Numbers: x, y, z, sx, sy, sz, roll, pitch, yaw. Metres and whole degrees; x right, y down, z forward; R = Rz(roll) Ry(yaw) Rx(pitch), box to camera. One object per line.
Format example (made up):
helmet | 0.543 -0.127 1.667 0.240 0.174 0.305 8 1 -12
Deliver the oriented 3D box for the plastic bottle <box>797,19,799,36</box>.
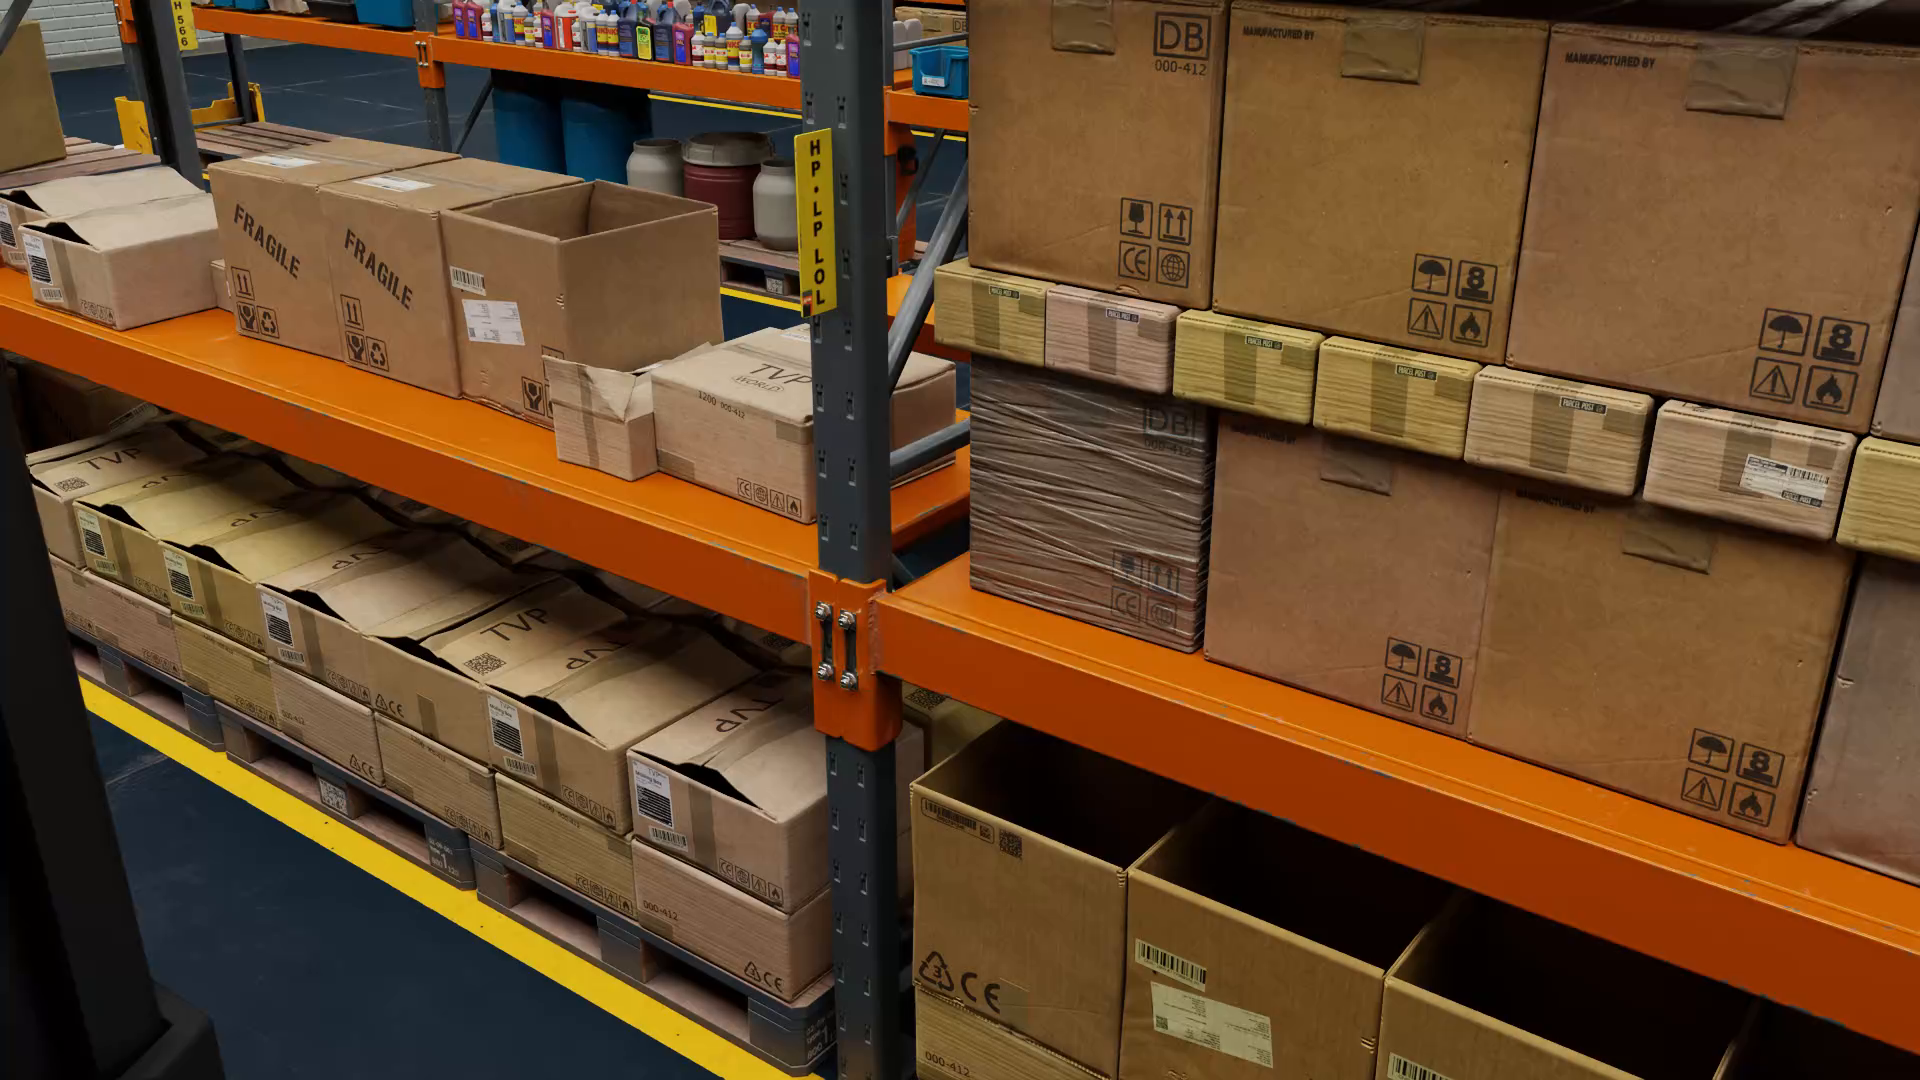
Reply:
plastic bottle | -0.951 -3.184 10.400 0.133 0.283 0.061 17 29 33

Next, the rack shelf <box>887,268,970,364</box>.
rack shelf | -0.005 -0.784 6.409 1.000 0.278 0.538 17 29 33

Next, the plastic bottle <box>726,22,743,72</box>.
plastic bottle | -1.321 -2.898 9.767 0.097 0.271 0.097 0 24 0

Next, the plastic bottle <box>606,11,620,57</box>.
plastic bottle | -2.142 -3.146 10.331 0.097 0.271 0.097 0 24 0

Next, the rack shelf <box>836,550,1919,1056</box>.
rack shelf | 1.663 0.564 2.642 4.000 0.370 1.077 17 29 33

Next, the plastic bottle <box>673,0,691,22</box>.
plastic bottle | -1.867 -3.434 10.977 0.135 0.276 0.152 17 29 33

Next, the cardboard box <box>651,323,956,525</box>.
cardboard box | -0.357 -0.285 3.863 0.500 0.250 0.500 19 30 36

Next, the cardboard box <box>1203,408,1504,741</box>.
cardboard box | 0.847 -0.064 3.051 0.500 0.500 0.700 16 29 33

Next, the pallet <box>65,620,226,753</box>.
pallet | -2.503 0.272 5.872 1.213 0.211 1.003 17 29 33

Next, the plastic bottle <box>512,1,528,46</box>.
plastic bottle | -2.854 -3.361 10.819 0.097 0.271 0.097 0 24 0

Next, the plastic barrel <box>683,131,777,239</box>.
plastic barrel | -1.470 -2.288 10.692 0.708 0.588 0.600 17 29 33

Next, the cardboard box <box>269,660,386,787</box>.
cardboard box | -1.663 0.441 4.919 0.500 0.250 0.500 18 29 34

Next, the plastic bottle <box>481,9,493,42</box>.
plastic bottle | -3.118 -3.409 11.013 0.097 0.201 0.097 0 24 0

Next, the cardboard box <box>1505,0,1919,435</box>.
cardboard box | 1.227 -0.540 2.522 0.500 0.500 0.700 17 29 33

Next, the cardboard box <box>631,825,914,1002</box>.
cardboard box | -0.443 0.811 4.079 0.500 0.250 0.500 16 29 33

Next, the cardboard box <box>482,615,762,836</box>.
cardboard box | -0.853 0.431 4.244 0.500 0.311 0.500 18 29 35

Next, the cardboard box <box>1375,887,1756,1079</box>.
cardboard box | 1.046 0.929 2.880 0.500 0.500 0.500 17 29 33

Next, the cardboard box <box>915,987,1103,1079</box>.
cardboard box | 0.252 1.027 3.588 0.500 0.250 0.500 17 29 33

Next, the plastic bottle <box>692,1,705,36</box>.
plastic bottle | -1.687 -3.361 10.817 0.097 0.271 0.097 0 24 0

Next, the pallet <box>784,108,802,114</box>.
pallet | -0.956 -4.312 16.274 1.213 0.211 1.003 17 29 33

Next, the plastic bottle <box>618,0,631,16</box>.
plastic bottle | -2.220 -3.476 11.078 0.097 0.271 0.097 0 24 0

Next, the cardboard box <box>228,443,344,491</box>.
cardboard box | -2.151 -0.236 5.759 0.500 0.311 0.500 16 29 33

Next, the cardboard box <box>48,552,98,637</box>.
cardboard box | -2.895 0.071 5.757 0.500 0.250 0.500 17 29 33

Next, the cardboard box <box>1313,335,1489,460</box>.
cardboard box | 0.781 -0.278 2.733 0.250 0.149 0.380 17 29 33

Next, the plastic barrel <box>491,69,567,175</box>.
plastic barrel | -2.940 -2.875 11.638 0.708 0.901 0.600 17 29 33

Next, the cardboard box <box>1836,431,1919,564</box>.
cardboard box | 1.403 -0.090 2.307 0.250 0.149 0.380 17 29 33

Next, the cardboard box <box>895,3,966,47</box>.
cardboard box | 0.130 -4.450 15.244 0.875 0.875 1.225 17 29 33

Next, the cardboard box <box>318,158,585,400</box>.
cardboard box | -1.364 -0.734 4.572 0.500 0.500 0.500 17 29 33

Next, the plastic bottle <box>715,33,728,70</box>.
plastic bottle | -1.399 -2.890 9.835 0.097 0.201 0.097 0 24 0

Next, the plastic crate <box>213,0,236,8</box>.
plastic crate | -5.512 -4.214 12.728 0.300 0.233 0.416 17 29 33

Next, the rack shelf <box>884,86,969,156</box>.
rack shelf | 1.436 -2.000 8.462 4.000 0.370 1.077 17 29 33

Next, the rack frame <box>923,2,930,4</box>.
rack frame | -0.395 -5.379 15.237 0.127 3.000 1.000 17 29 33

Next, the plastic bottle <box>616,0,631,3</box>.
plastic bottle | -2.285 -3.597 11.254 0.185 0.351 0.144 17 29 33

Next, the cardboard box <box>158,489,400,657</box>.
cardboard box | -2.063 0.063 5.080 0.500 0.311 0.500 16 28 32

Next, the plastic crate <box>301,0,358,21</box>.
plastic crate | -4.422 -3.866 12.071 0.590 0.125 0.437 17 29 33

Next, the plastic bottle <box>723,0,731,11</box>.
plastic bottle | -1.552 -3.375 10.751 0.185 0.351 0.144 17 29 33

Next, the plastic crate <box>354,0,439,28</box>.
plastic crate | -3.943 -3.804 11.608 0.575 0.384 0.392 17 29 33

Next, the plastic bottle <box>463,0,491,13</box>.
plastic bottle | -3.245 -3.559 11.167 0.185 0.351 0.144 17 29 33

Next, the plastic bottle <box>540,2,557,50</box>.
plastic bottle | -2.617 -3.286 10.633 0.133 0.283 0.061 17 29 33

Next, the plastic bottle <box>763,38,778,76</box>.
plastic bottle | -1.088 -2.796 9.621 0.097 0.201 0.097 0 24 0

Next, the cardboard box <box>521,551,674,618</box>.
cardboard box | -0.931 0.133 4.922 0.500 0.311 0.500 16 28 32

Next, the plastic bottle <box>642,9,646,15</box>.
plastic bottle | -1.978 -3.169 10.383 0.097 0.271 0.097 0 24 0

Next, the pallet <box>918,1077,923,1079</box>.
pallet | 0.674 1.233 3.690 1.213 0.211 1.003 17 29 33

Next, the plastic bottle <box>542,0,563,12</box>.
plastic bottle | -2.856 -3.733 11.656 0.135 0.276 0.152 17 29 33

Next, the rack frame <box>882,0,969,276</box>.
rack frame | -0.164 -2.813 9.415 0.127 3.000 1.000 17 29 33

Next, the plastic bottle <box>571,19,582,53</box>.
plastic bottle | -2.406 -3.194 10.525 0.097 0.201 0.097 0 24 0

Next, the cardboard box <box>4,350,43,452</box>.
cardboard box | -3.753 -0.601 6.947 0.500 0.500 0.500 16 28 31

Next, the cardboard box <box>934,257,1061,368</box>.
cardboard box | 0.162 -0.464 3.154 0.250 0.149 0.380 17 29 33

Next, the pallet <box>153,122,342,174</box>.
pallet | -5.929 -3.260 13.887 1.213 0.211 1.003 17 29 33

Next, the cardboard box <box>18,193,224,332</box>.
cardboard box | -2.539 -0.897 5.175 0.500 0.311 0.500 16 29 33

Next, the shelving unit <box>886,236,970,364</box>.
shelving unit | -0.005 -0.516 6.527 1.048 1.125 0.538 17 29 33

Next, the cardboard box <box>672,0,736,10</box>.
cardboard box | -2.307 -5.217 16.984 0.875 0.875 0.875 17 29 33

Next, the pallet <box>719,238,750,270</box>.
pallet | -1.792 -2.010 11.049 1.213 0.211 1.003 17 29 33

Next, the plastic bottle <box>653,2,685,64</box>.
plastic bottle | -1.761 -3.079 10.080 0.185 0.351 0.144 17 29 33

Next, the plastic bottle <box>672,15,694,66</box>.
plastic bottle | -1.658 -2.996 9.975 0.133 0.283 0.061 17 29 33

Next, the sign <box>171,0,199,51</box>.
sign | -2.808 -1.926 5.965 0.005 0.325 0.100 17 29 33

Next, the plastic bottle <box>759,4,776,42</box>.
plastic bottle | -1.214 -3.263 10.580 0.133 0.283 0.061 17 29 33
